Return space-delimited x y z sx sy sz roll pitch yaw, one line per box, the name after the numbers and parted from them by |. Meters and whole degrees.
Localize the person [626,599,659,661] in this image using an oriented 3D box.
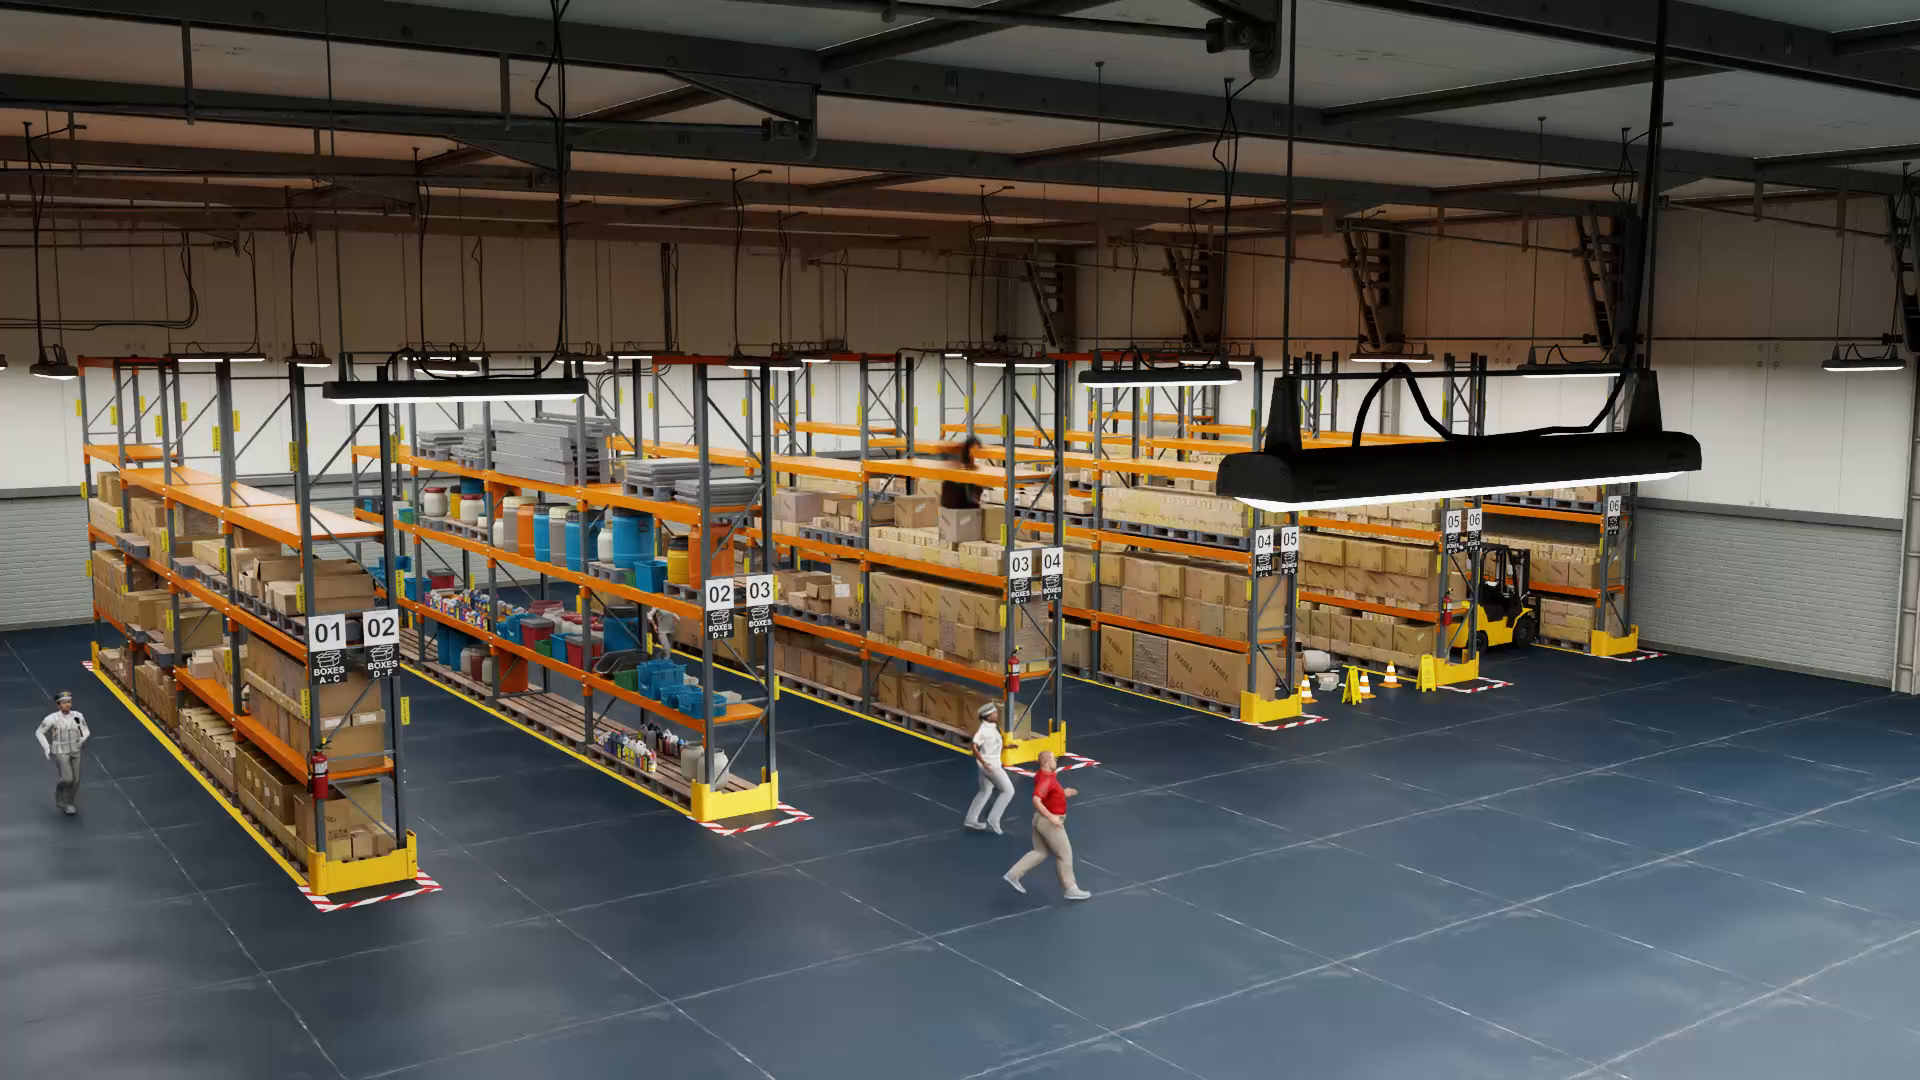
-6.107 1.564 32.237 0.716 1.737 0.836 -6 9 -43 | person

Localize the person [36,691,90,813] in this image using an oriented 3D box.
-11.848 2.831 22.092 0.562 1.657 0.599 6 9 41 | person

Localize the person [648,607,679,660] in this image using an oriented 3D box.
-5.526 1.741 31.206 0.538 1.586 0.893 -6 9 -40 | person

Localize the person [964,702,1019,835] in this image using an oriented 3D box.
0.405 2.926 21.294 0.710 1.721 0.551 -1 7 -5 | person

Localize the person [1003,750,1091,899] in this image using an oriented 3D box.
0.988 3.205 18.682 0.991 1.693 0.665 -2 7 -14 | person
